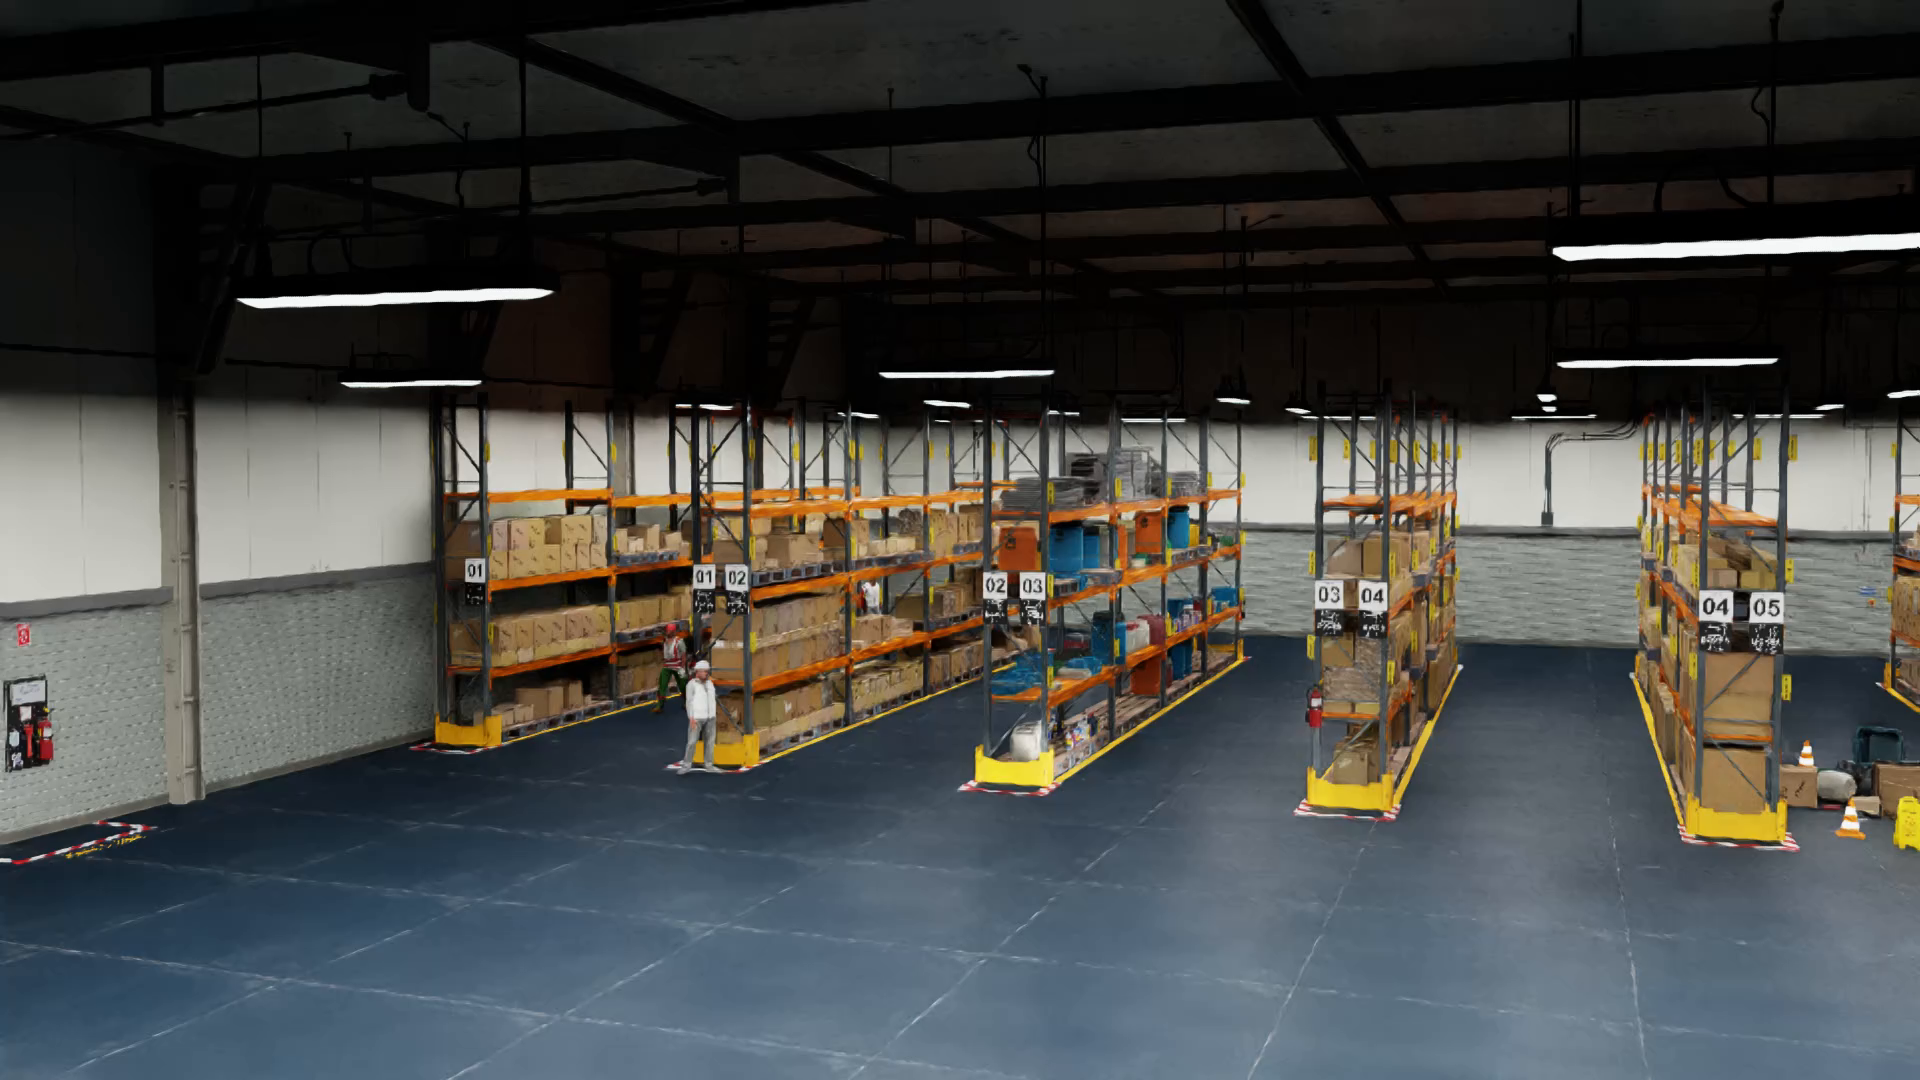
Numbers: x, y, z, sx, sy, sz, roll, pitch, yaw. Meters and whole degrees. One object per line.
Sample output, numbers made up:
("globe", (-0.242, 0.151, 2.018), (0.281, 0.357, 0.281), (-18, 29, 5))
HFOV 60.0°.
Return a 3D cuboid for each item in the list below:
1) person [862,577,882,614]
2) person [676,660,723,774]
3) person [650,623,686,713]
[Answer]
("person", (-2.319, 1.739, 44.577), (0.727, 1.757, 0.535), (-2, 4, -33))
("person", (-4.061, 2.744, 25.778), (0.690, 1.774, 0.441), (-2, 4, -39))
("person", (-5.519, 2.436, 31.870), (0.549, 1.709, 1.128), (1, 3, 18))
